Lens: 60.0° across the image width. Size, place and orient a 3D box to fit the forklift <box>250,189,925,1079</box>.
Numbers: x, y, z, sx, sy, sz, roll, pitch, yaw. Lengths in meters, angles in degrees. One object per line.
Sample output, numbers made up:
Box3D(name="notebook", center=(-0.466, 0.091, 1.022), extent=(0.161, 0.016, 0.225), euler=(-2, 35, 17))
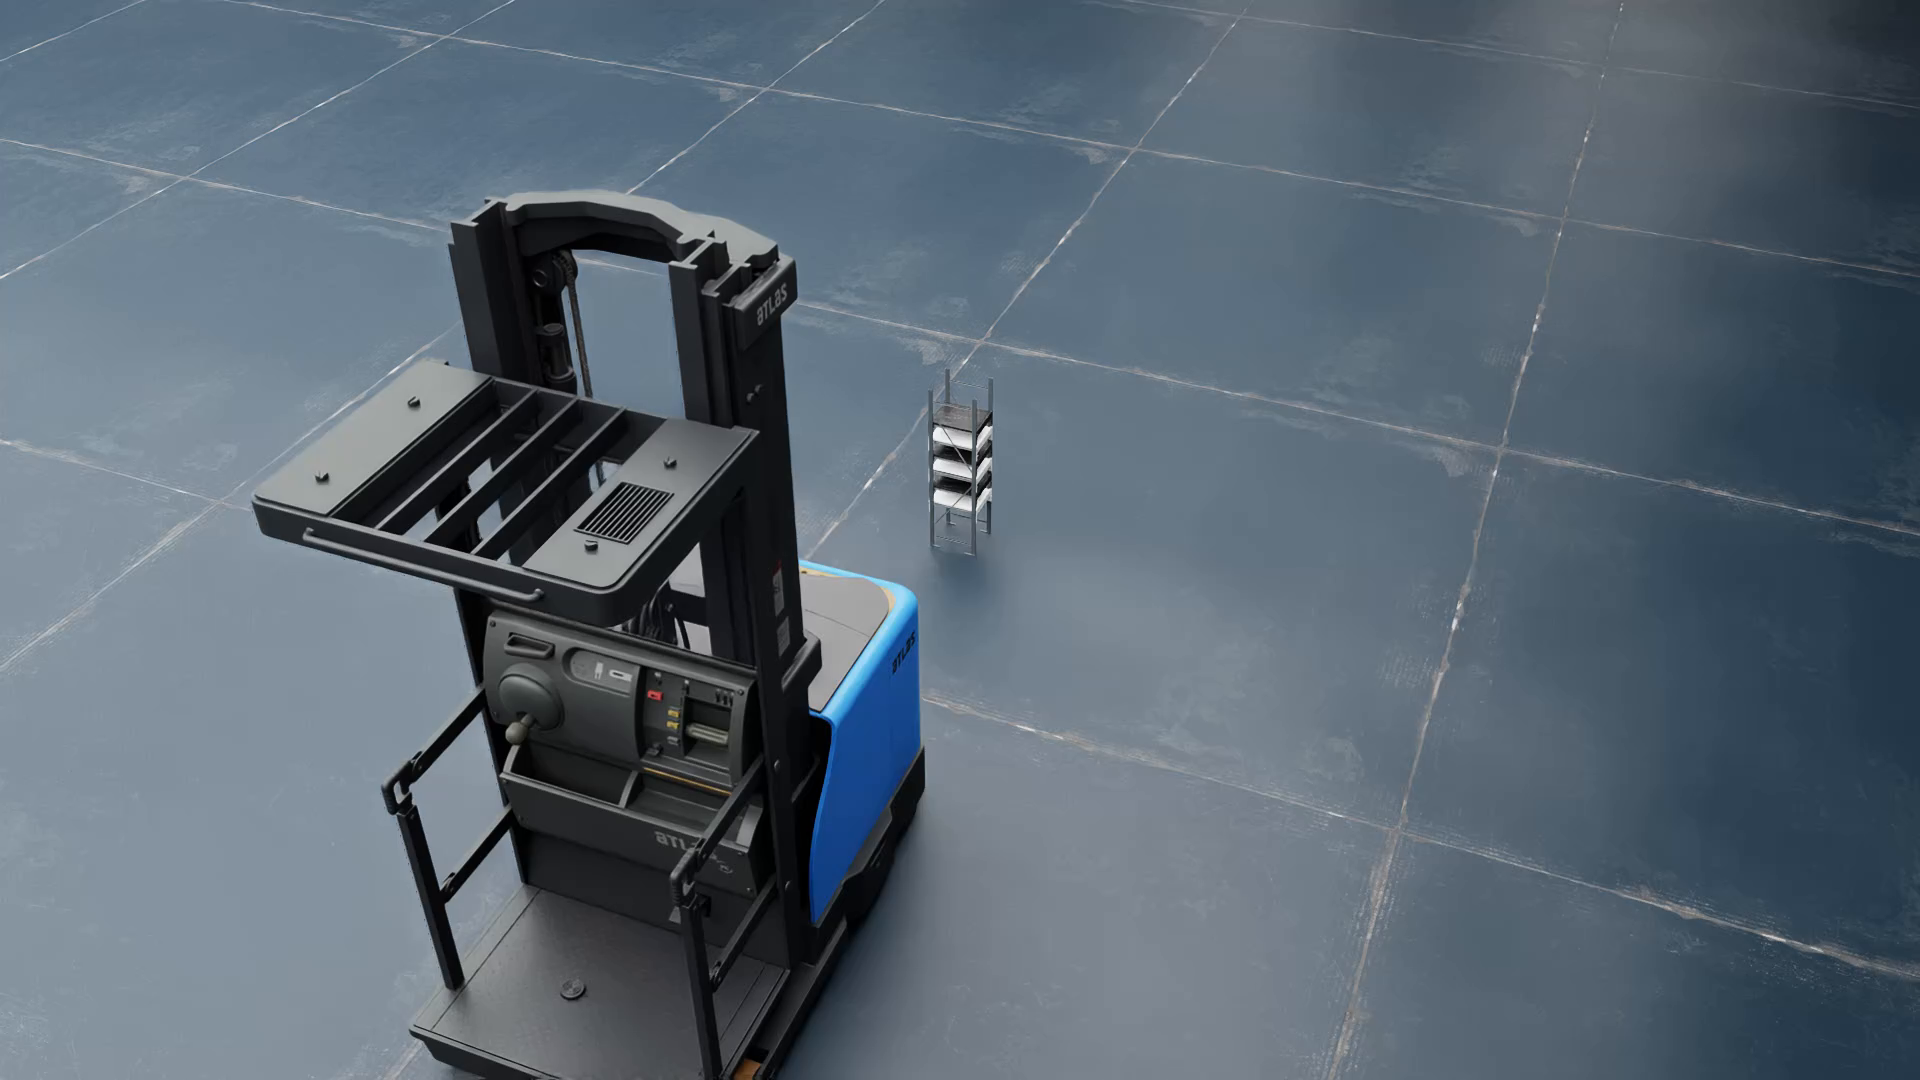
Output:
Box3D(name="forklift", center=(-1.155, 0.579, 5.027), extent=(1.130, 2.935, 3.031), euler=(13, 39, 17))

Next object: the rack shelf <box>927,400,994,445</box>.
Box3D(name="rack shelf", center=(0.003, -0.554, 7.845), extent=(0.258, 0.077, 0.200), euler=(14, 39, 18))

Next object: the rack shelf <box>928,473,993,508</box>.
Box3D(name="rack shelf", center=(0.003, -0.266, 8.060), extent=(0.258, 0.077, 0.200), euler=(14, 39, 18))

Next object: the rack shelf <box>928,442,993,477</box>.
Box3D(name="rack shelf", center=(0.003, -0.410, 7.953), extent=(0.258, 0.077, 0.200), euler=(14, 39, 18))

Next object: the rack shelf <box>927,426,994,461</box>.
Box3D(name="rack shelf", center=(0.003, -0.482, 7.899), extent=(0.258, 0.077, 0.200), euler=(14, 39, 18))

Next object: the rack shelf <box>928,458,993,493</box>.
Box3D(name="rack shelf", center=(0.003, -0.338, 8.007), extent=(0.258, 0.077, 0.200), euler=(14, 39, 18))

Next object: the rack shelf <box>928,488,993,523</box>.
Box3D(name="rack shelf", center=(0.003, -0.194, 8.114), extent=(0.258, 0.077, 0.200), euler=(14, 39, 18))

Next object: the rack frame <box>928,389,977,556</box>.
Box3D(name="rack frame", center=(-0.036, -0.309, 7.911), extent=(0.240, 0.900, 0.006), euler=(14, 39, 18))

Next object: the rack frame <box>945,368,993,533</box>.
Box3D(name="rack frame", center=(0.042, -0.421, 8.062), extent=(0.240, 0.900, 0.006), euler=(14, 39, 18))

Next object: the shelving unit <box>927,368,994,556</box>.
Box3D(name="shelving unit", center=(0.003, -0.365, 7.987), extent=(0.258, 0.900, 0.210), euler=(14, 39, 18))
